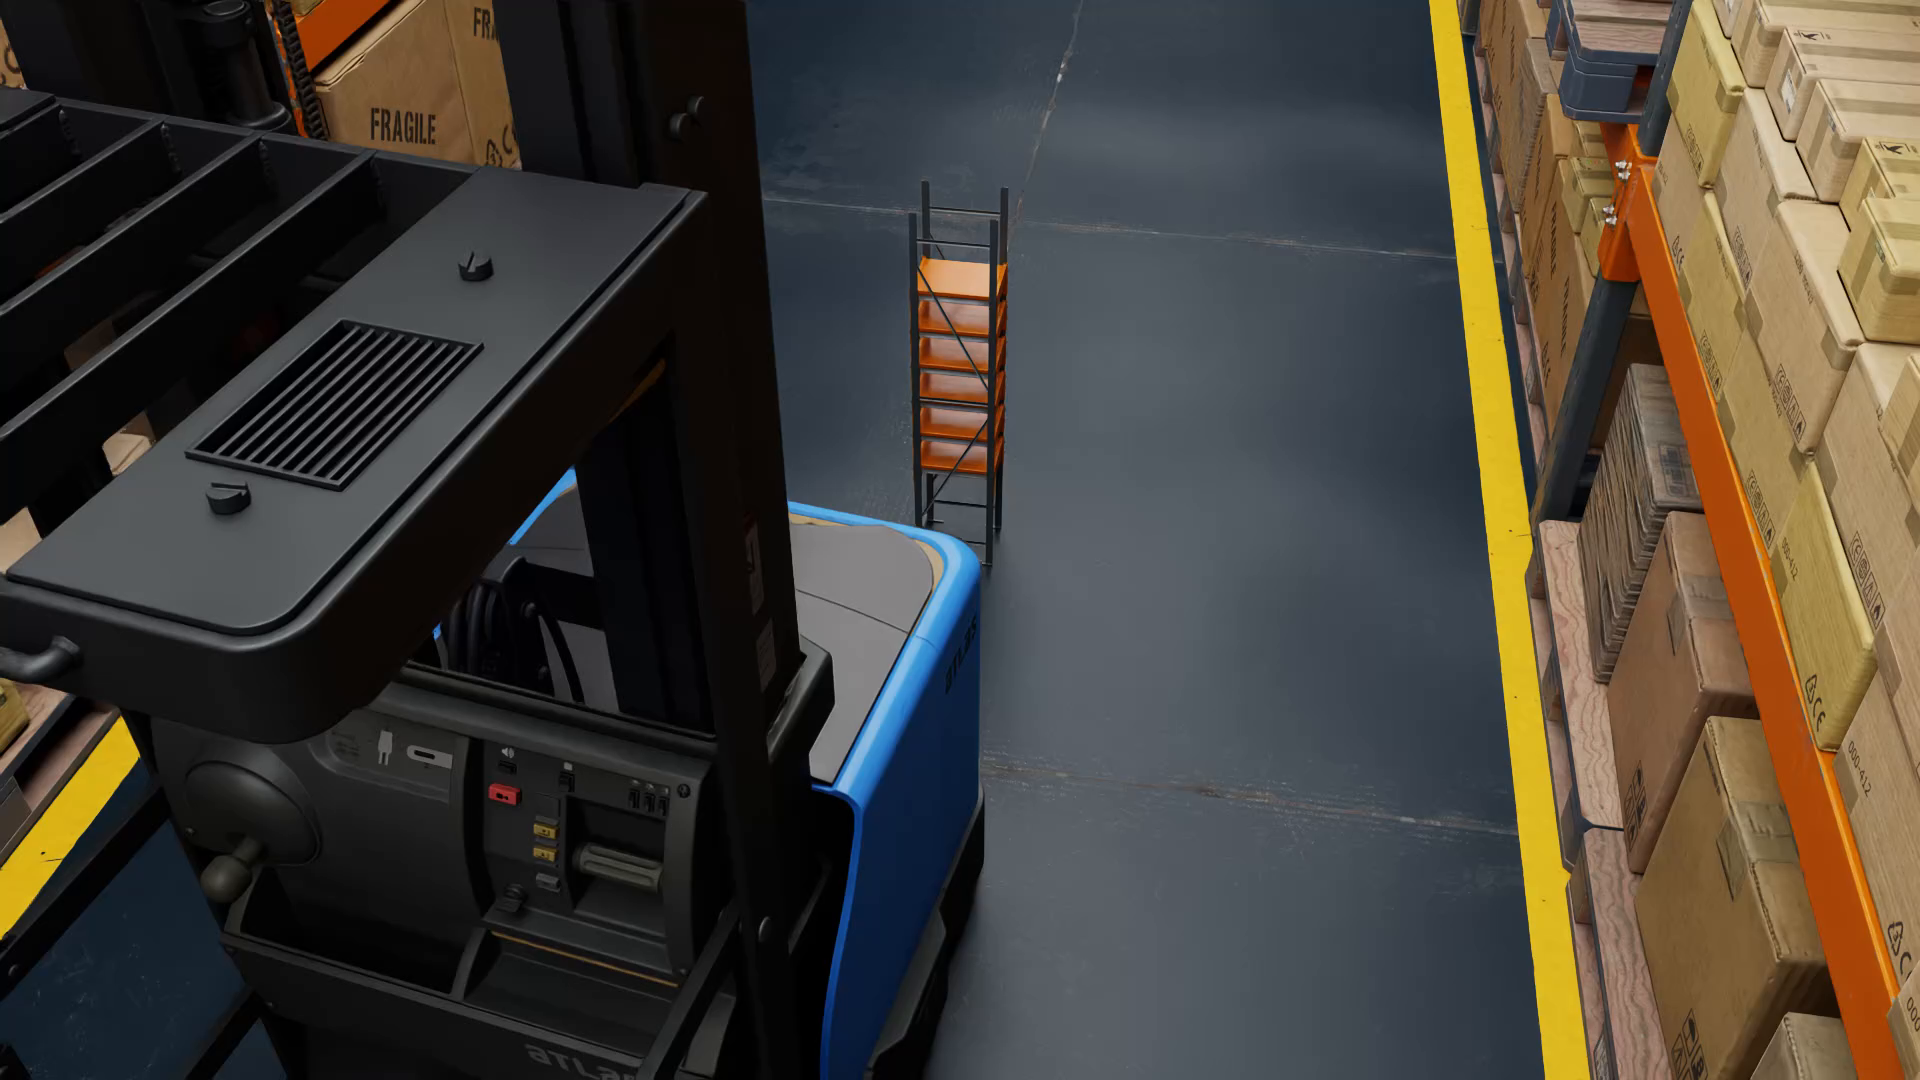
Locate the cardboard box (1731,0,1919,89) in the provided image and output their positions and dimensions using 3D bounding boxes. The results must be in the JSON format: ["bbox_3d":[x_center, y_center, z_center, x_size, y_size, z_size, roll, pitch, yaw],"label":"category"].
[{"bbox_3d":[1.920,-1.092,3.629,0.380,0.149,0.250,7,40,9],"label":"cardboard box"}]

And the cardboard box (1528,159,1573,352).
[{"bbox_3d":[2.268,-0.939,5.664,0.500,0.500,0.500,6,40,7],"label":"cardboard box"}]

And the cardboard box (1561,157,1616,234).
[{"bbox_3d":[2.163,-1.100,5.349,0.380,0.149,0.250,4,40,5],"label":"cardboard box"}]

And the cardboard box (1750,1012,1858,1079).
[{"bbox_3d":[1.839,1.310,2.845,0.875,0.625,0.625,6,40,7],"label":"cardboard box"}]

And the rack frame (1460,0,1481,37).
[{"bbox_3d":[3.002,-3.649,7.310,1.000,3.000,0.127,6,40,8],"label":"rack frame"}]

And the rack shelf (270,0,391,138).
[{"bbox_3d":[-2.233,-2.662,6.680,1.077,0.370,4.000,6,40,8],"label":"rack shelf"}]

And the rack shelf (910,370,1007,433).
[{"bbox_3d":[-0.003,-0.419,4.885,0.258,0.103,0.180,6,40,8],"label":"rack shelf"}]

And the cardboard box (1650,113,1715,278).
[{"bbox_3d":[1.993,-0.829,4.017,0.500,0.250,0.500,7,40,8],"label":"cardboard box"}]

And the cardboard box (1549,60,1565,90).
[{"bbox_3d":[2.403,-1.754,6.141,0.380,0.149,0.250,5,40,6],"label":"cardboard box"}]

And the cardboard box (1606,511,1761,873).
[{"bbox_3d":[2.083,0.415,3.927,0.875,0.625,0.625,8,40,9],"label":"cardboard box"}]

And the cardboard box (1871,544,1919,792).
[{"bbox_3d":[1.627,0.257,2.311,0.500,0.250,0.500,7,40,9],"label":"cardboard box"}]

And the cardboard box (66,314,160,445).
[{"bbox_3d":[-2.687,-0.479,5.208,0.950,0.372,0.625,4,40,5],"label":"cardboard box"}]

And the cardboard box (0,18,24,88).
[{"bbox_3d":[-2.463,-1.357,3.896,0.500,0.500,0.500,6,40,7],"label":"cardboard box"}]

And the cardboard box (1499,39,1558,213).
[{"bbox_3d":[2.428,-1.596,6.458,0.500,0.500,0.500,5,40,6],"label":"cardboard box"}]

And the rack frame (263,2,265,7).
[{"bbox_3d":[-2.579,-1.684,4.932,1.000,3.000,0.127,6,40,8],"label":"rack frame"}]

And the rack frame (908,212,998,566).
[{"bbox_3d":[-0.018,-0.396,4.787,0.240,1.200,0.006,6,40,8],"label":"rack frame"}]

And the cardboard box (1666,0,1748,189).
[{"bbox_3d":[1.968,-1.025,3.861,0.500,0.250,0.500,6,40,8],"label":"cardboard box"}]

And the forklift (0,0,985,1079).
[{"bbox_3d":[-0.881,0.493,2.354,1.130,2.935,3.031,12,41,14],"label":"forklift"}]

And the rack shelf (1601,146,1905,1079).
[{"bbox_3d":[1.964,0.394,2.984,1.077,0.370,4.000,6,40,8],"label":"rack shelf"}]

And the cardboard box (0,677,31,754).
[{"bbox_3d":[-2.944,0.460,4.072,0.950,0.372,0.625,8,40,9],"label":"cardboard box"}]

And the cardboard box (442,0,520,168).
[{"bbox_3d":[-2.220,-2.010,6.665,0.875,0.875,0.875,7,40,8],"label":"cardboard box"}]

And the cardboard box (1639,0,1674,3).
[{"bbox_3d":[2.046,-1.658,4.769,0.380,0.149,0.250,7,40,8],"label":"cardboard box"}]

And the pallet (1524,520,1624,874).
[{"bbox_3d":[2.129,0.448,4.542,1.003,0.211,1.213,6,40,8],"label":"pallet"}]

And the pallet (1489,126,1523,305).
[{"bbox_3d":[2.690,-1.292,6.647,1.003,0.211,1.213,6,40,8],"label":"pallet"}]

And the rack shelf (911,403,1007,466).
[{"bbox_3d":[-0.003,-0.327,4.961,0.258,0.103,0.180,6,40,8],"label":"rack shelf"}]

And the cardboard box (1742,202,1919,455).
[{"bbox_3d":[1.796,-0.382,3.083,0.500,0.250,0.500,5,40,7],"label":"cardboard box"}]

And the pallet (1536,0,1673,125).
[{"bbox_3d":[2.358,-1.498,4.858,1.213,0.211,1.003,6,40,8],"label":"pallet"}]

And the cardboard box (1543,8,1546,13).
[{"bbox_3d":[2.559,-2.231,6.717,0.380,0.149,0.250,6,40,8],"label":"cardboard box"}]

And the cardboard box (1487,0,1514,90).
[{"bbox_3d":[2.614,-2.234,7.230,0.500,0.500,0.500,6,40,7],"label":"cardboard box"}]

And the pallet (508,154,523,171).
[{"bbox_3d":[-2.155,-1.859,7.333,1.003,0.211,1.213,6,40,8],"label":"pallet"}]

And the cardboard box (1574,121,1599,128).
[{"bbox_3d":[2.342,-1.421,5.738,0.380,0.149,0.250,8,40,9],"label":"cardboard box"}]

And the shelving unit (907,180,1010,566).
[{"bbox_3d":[-0.003,-0.453,4.857,0.258,1.200,0.189,6,40,8],"label":"shelving unit"}]

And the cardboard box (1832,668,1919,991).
[{"bbox_3d":[1.645,0.460,2.457,0.500,0.250,0.500,7,40,8],"label":"cardboard box"}]

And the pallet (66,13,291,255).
[{"bbox_3d":[-2.598,-1.151,4.438,1.213,0.211,1.003,6,40,8],"label":"pallet"}]

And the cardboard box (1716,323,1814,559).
[{"bbox_3d":[1.818,-0.190,3.244,0.500,0.250,0.500,5,40,6],"label":"cardboard box"}]

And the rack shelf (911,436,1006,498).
[{"bbox_3d":[-0.003,-0.234,5.038,0.258,0.103,0.180,6,40,8],"label":"rack shelf"}]

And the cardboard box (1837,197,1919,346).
[{"bbox_3d":[1.752,-0.449,2.851,0.380,0.149,0.250,7,40,9],"label":"cardboard box"}]

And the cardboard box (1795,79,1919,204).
[{"bbox_3d":[1.868,-0.763,3.231,0.380,0.149,0.250,7,40,8],"label":"cardboard box"}]
